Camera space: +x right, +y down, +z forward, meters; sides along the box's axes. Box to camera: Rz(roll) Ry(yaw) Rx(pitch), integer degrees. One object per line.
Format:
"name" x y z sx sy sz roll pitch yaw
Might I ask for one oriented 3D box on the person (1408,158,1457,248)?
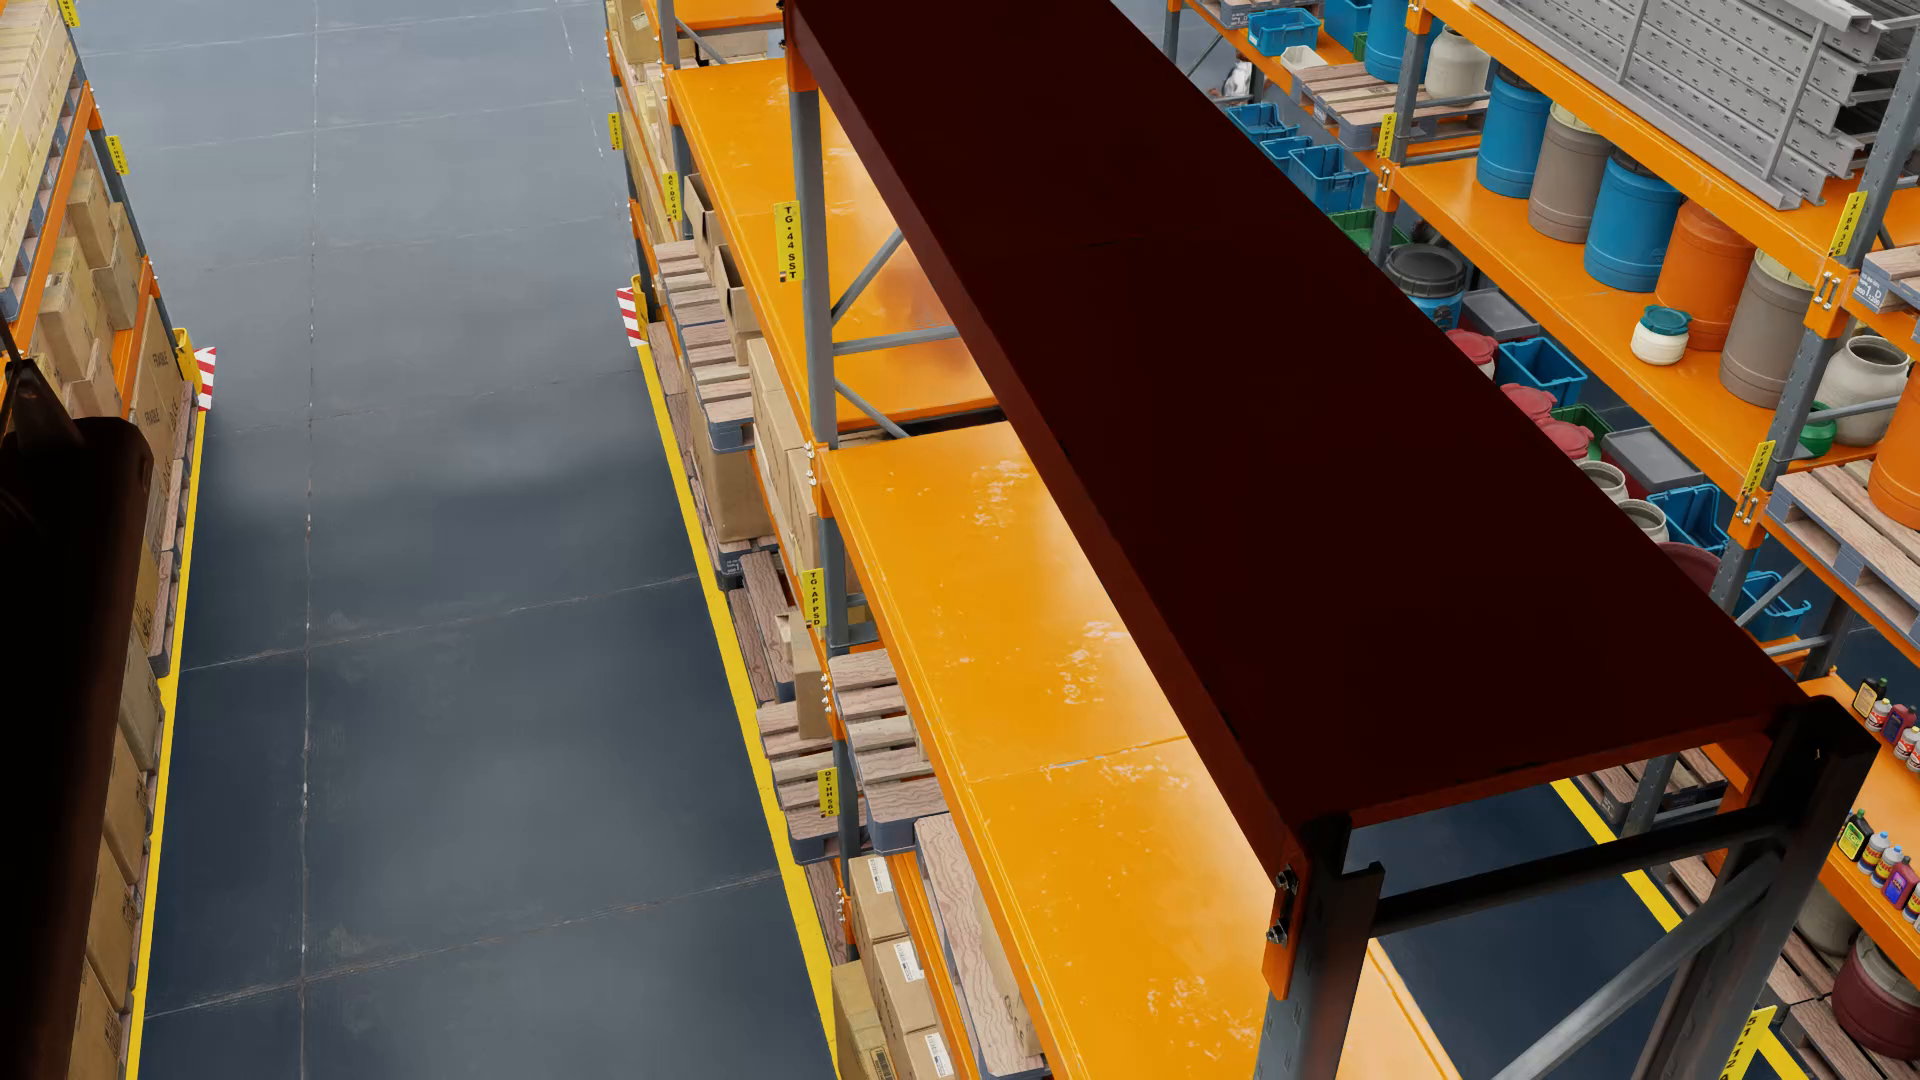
"person" 4.290 -2.843 15.179 0.557 1.531 0.569 -15 41 -18

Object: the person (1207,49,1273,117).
"person" 2.850 -4.306 16.921 0.719 1.733 0.551 15 41 18
